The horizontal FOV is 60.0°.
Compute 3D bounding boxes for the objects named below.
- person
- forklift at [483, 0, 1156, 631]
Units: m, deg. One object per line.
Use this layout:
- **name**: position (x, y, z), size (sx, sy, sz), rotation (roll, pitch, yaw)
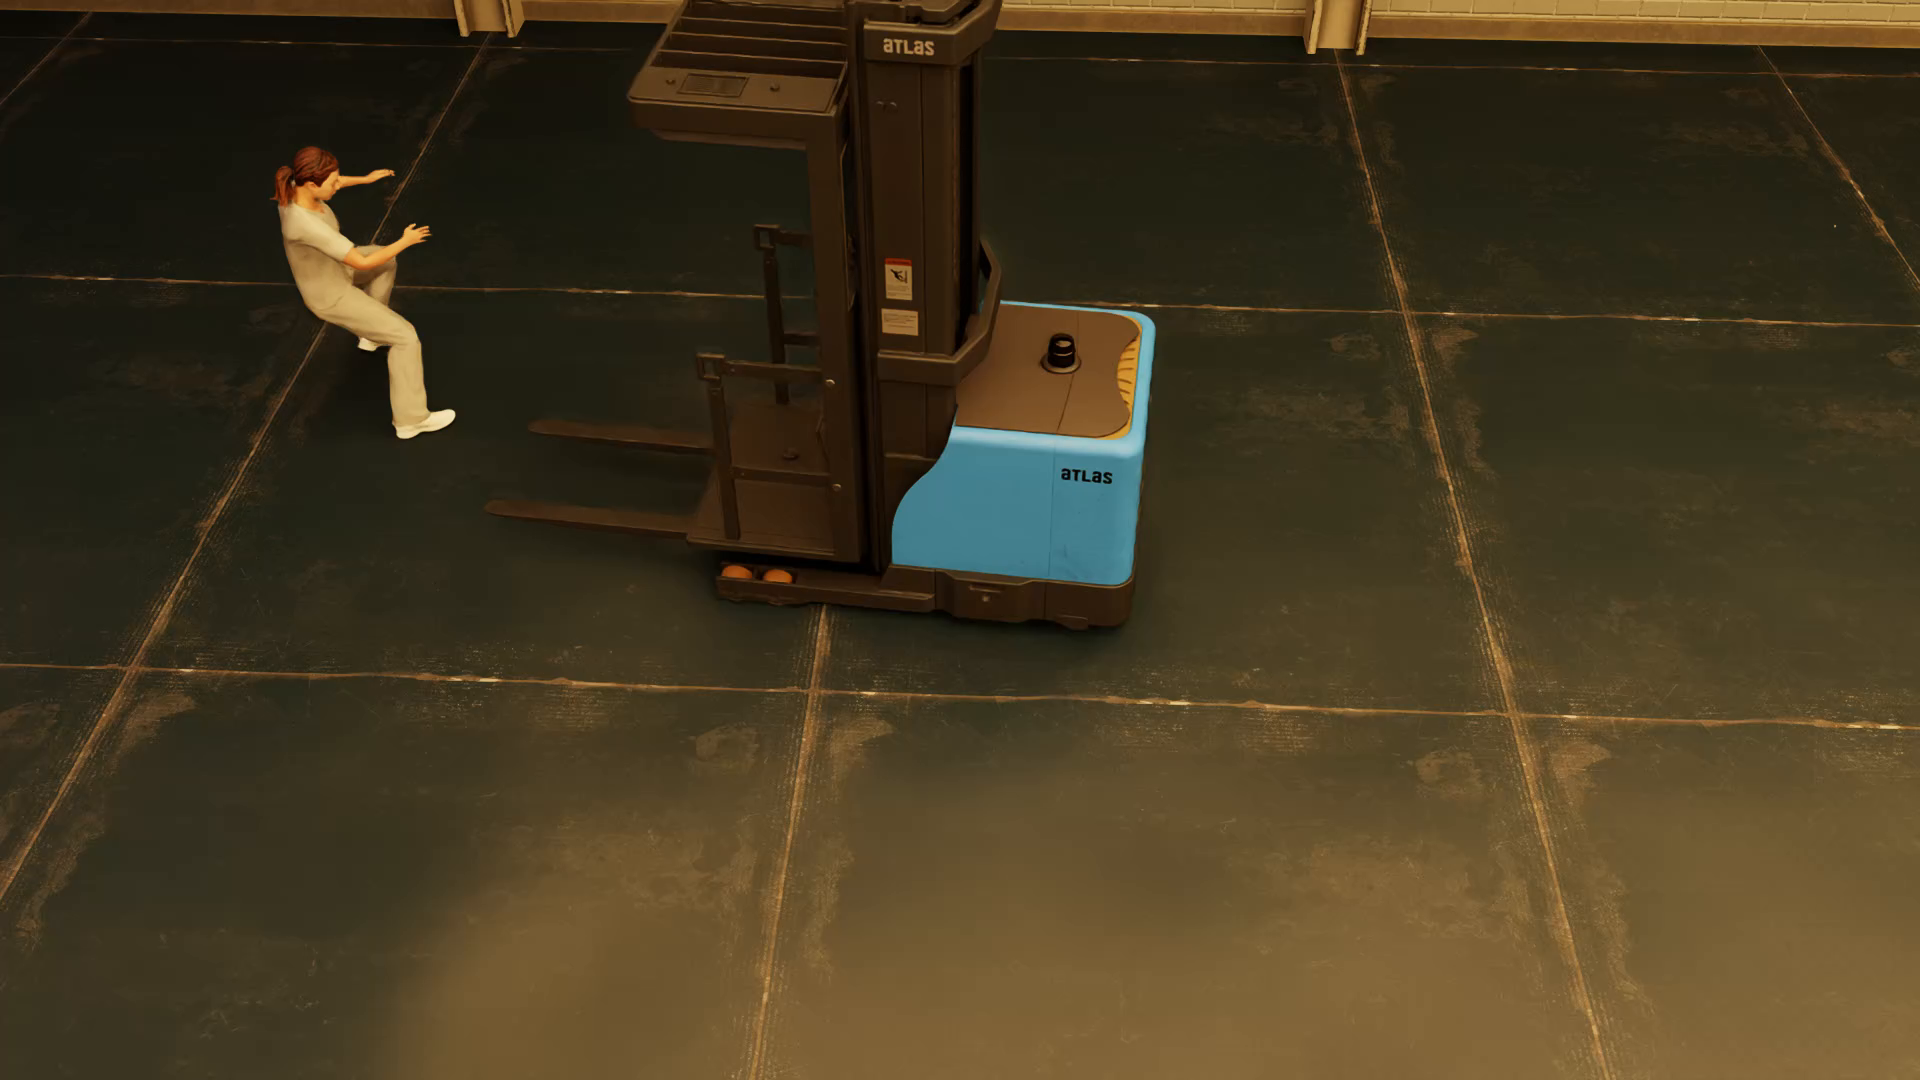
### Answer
- **person**: position (-2.964, -1.344, 8.310), size (0.681, 1.451, 0.947), rotation (-15, 44, -15)
- **forklift**: position (-0.674, -1.132, 6.982), size (3.031, 2.935, 1.130), rotation (6, 43, 6)
